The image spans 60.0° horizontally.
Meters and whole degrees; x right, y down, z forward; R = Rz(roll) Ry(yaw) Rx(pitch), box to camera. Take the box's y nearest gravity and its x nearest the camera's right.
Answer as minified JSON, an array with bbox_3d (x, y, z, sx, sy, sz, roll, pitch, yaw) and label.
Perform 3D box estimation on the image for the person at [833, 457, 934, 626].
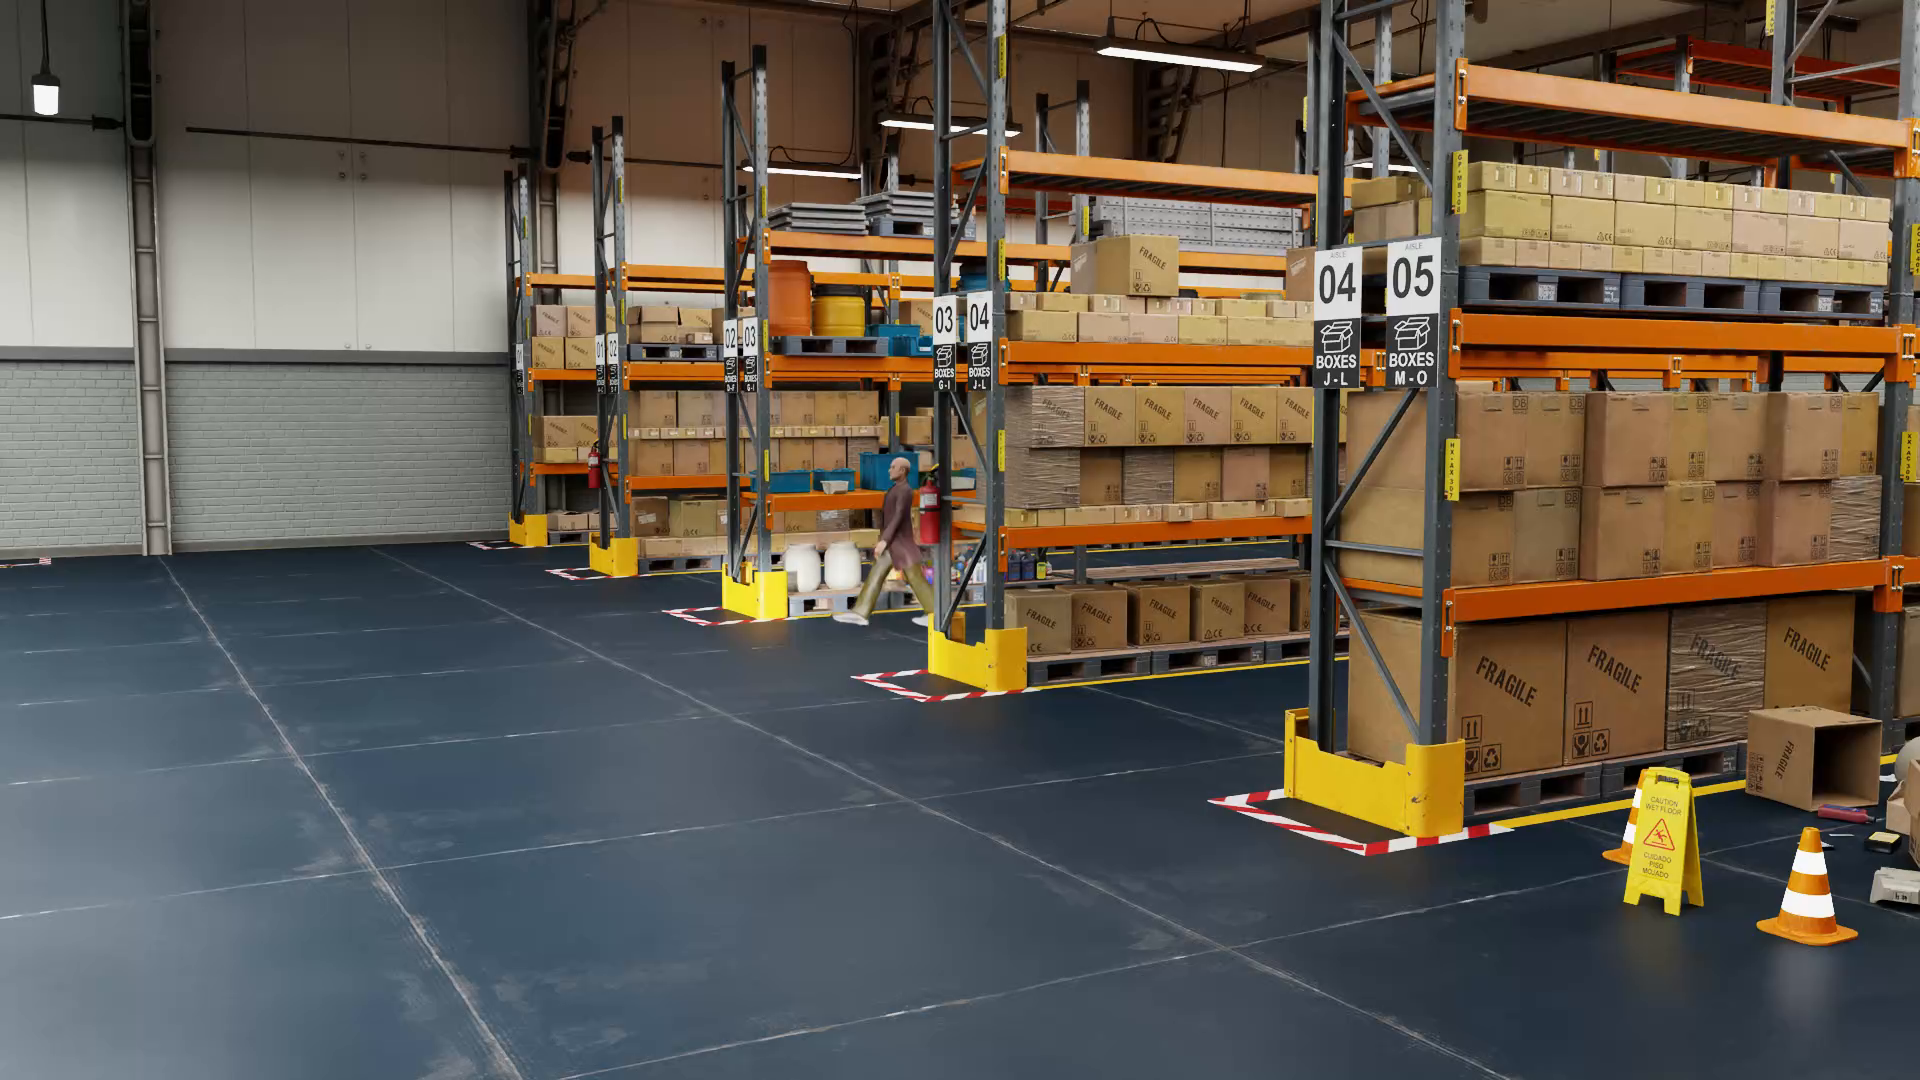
[{"bbox_3d":[-0.695,0.021,16.853,1.148,1.712,0.613,-1,5,-14],"label":"person"}]
